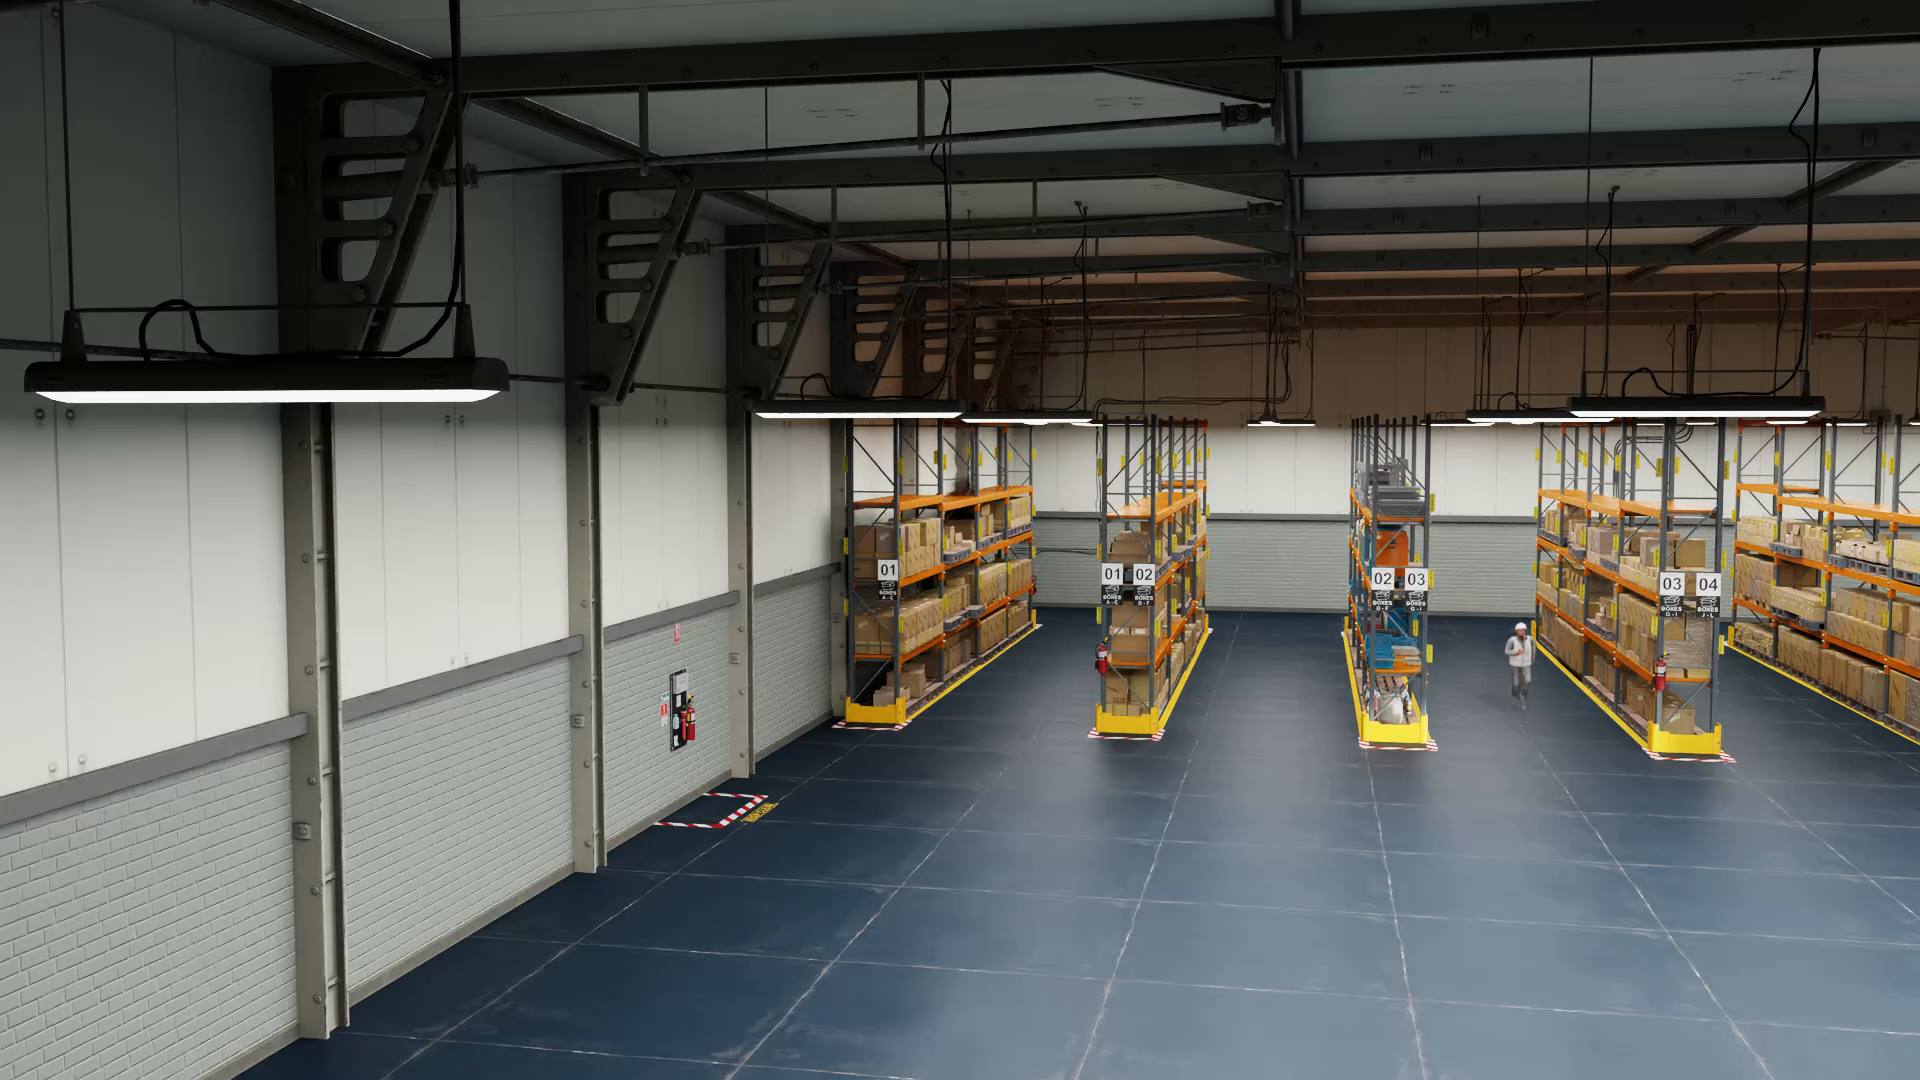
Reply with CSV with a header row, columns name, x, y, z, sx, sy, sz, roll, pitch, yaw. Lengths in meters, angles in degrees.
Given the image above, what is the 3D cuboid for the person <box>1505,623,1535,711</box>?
name,x,y,z,sx,sy,sz,roll,pitch,yaw
person,11.467,2.579,34.032,0.679,1.798,0.834,0,4,3
